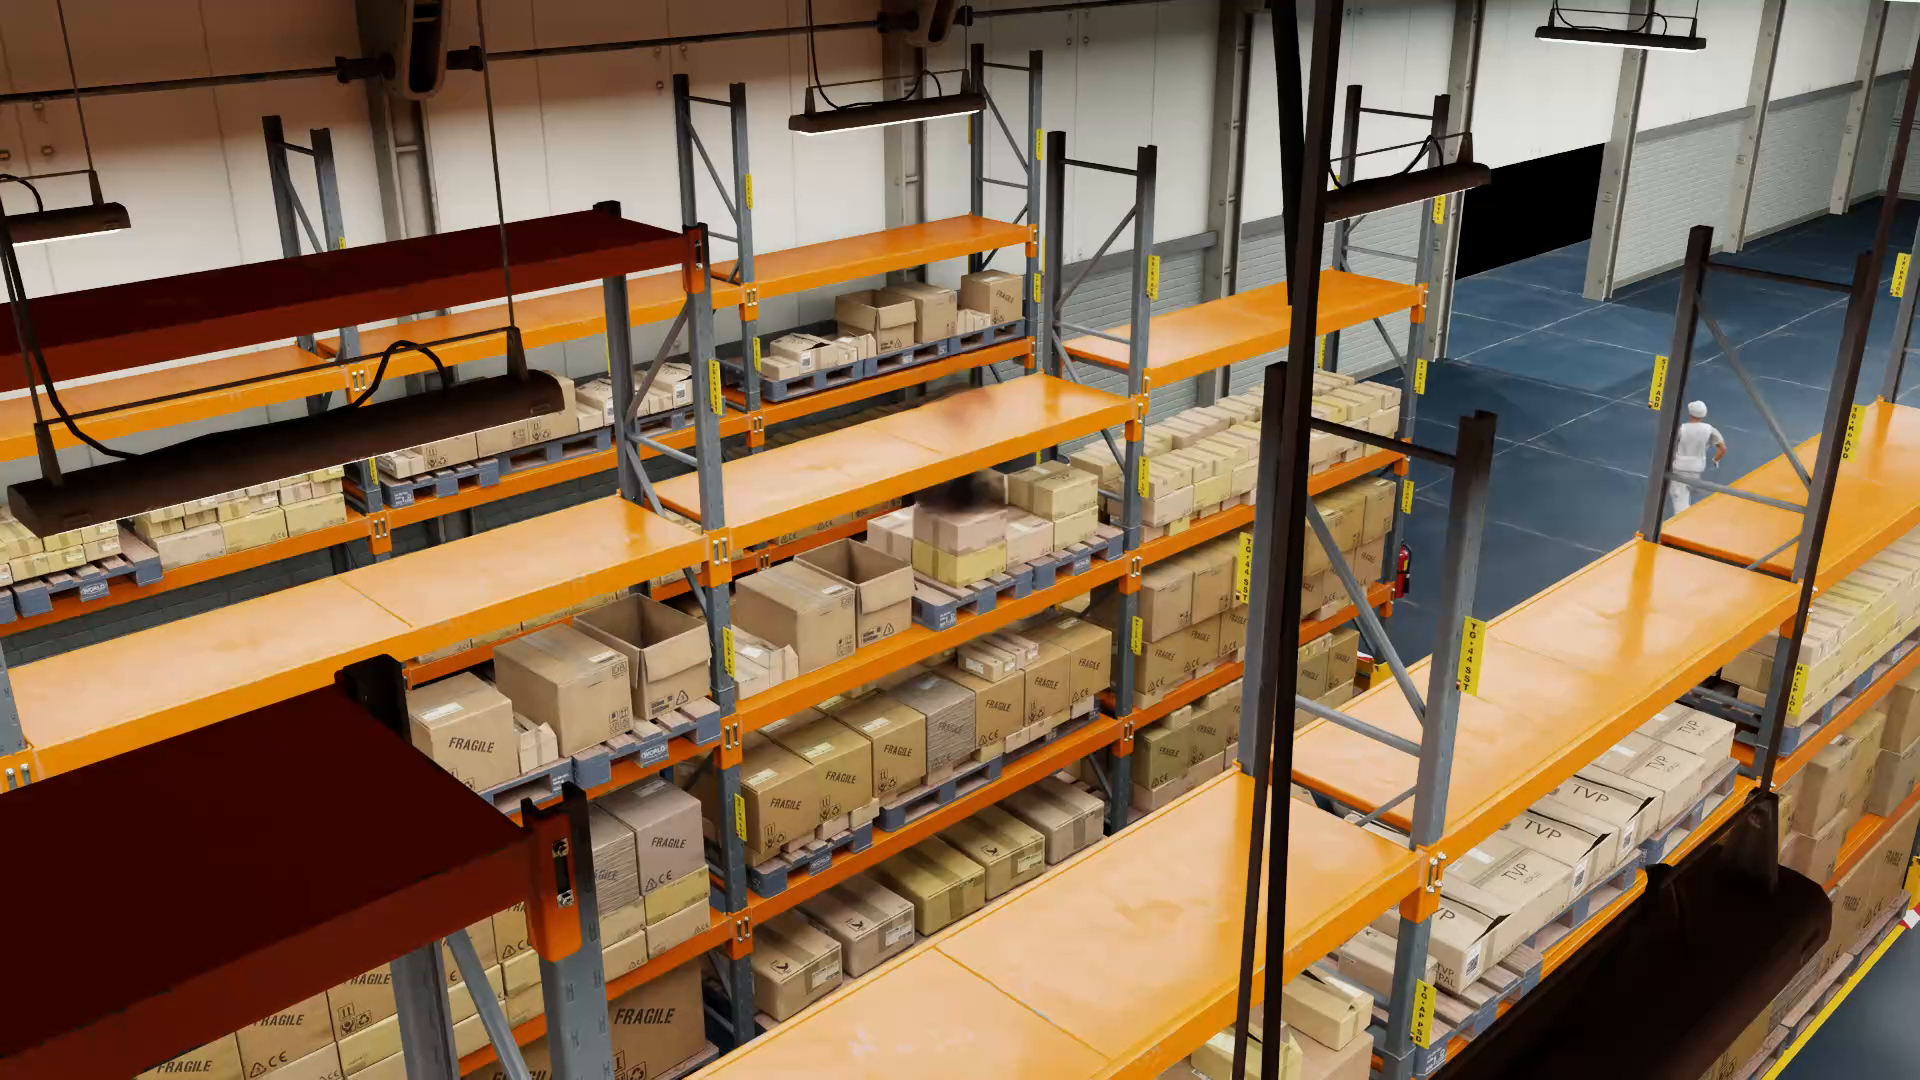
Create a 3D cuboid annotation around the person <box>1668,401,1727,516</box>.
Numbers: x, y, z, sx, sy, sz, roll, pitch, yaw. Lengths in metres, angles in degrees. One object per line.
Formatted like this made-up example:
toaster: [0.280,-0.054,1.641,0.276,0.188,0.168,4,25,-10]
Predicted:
person: [8.969,-0.829,20.492,0.650,1.840,0.826,0,22,-1]
